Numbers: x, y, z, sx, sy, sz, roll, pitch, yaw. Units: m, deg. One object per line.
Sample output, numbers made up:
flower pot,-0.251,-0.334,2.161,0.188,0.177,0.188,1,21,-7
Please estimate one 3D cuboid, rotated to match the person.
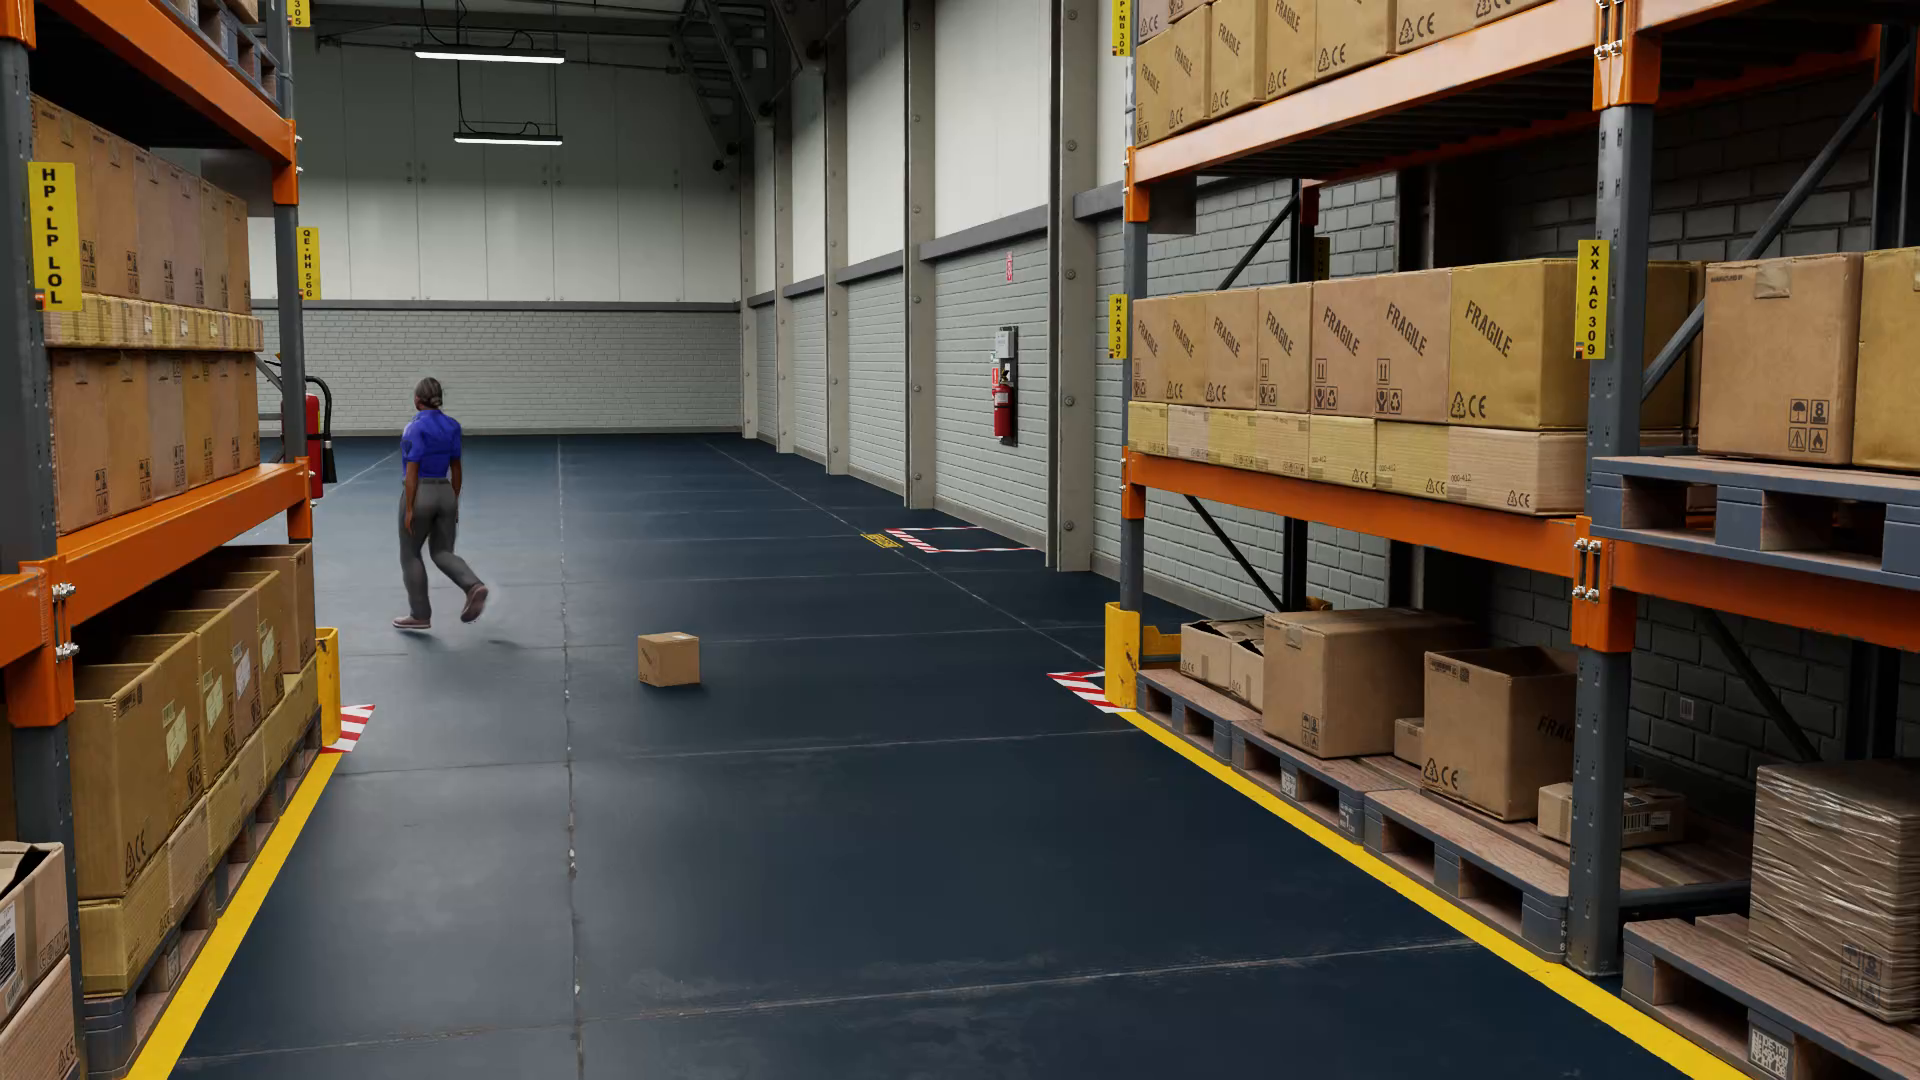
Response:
person,-3.374,-0.231,10.689,0.700,1.632,0.451,4,7,32
